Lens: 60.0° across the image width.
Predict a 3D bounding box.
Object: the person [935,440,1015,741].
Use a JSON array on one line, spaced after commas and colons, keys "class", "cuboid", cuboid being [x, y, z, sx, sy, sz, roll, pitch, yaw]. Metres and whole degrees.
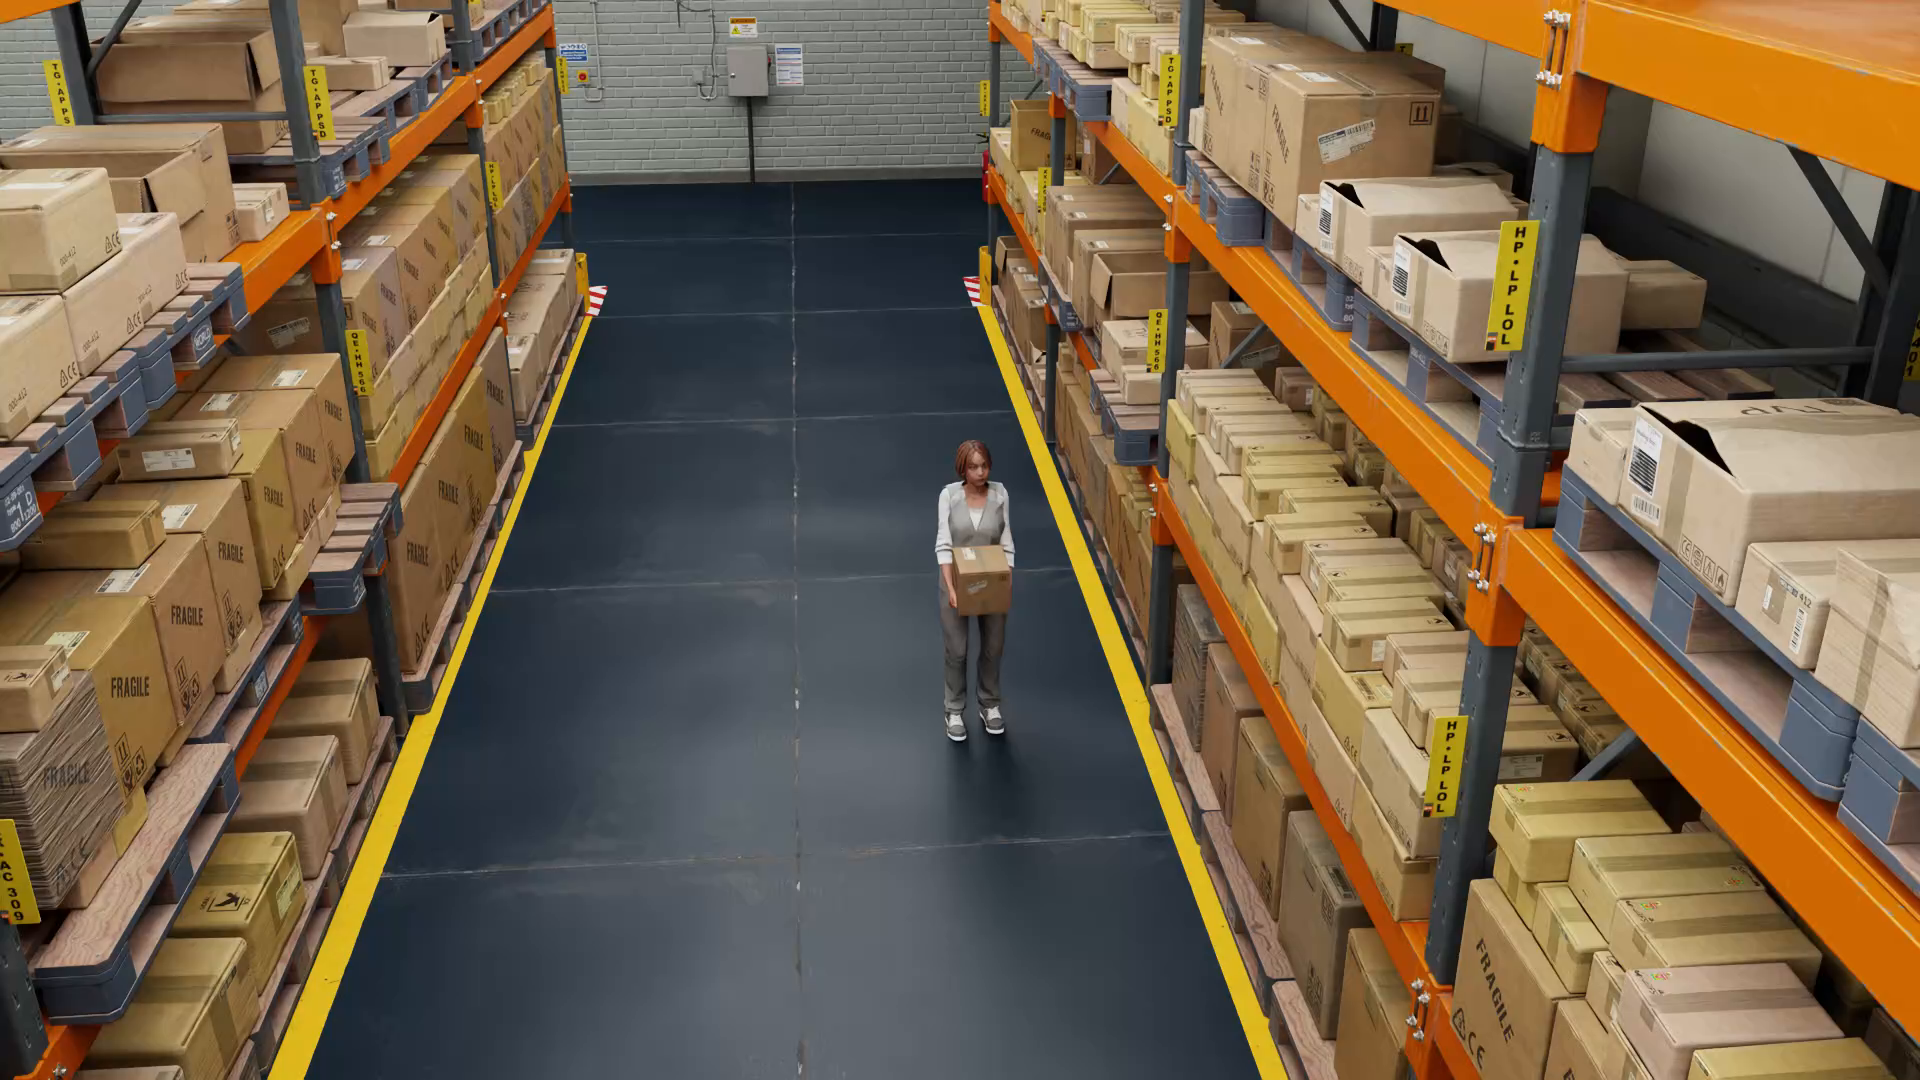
[{"class": "person", "cuboid": [0.078, 0.286, 8.481, 0.404, 1.591, 0.490, -4, 24, -8]}]
